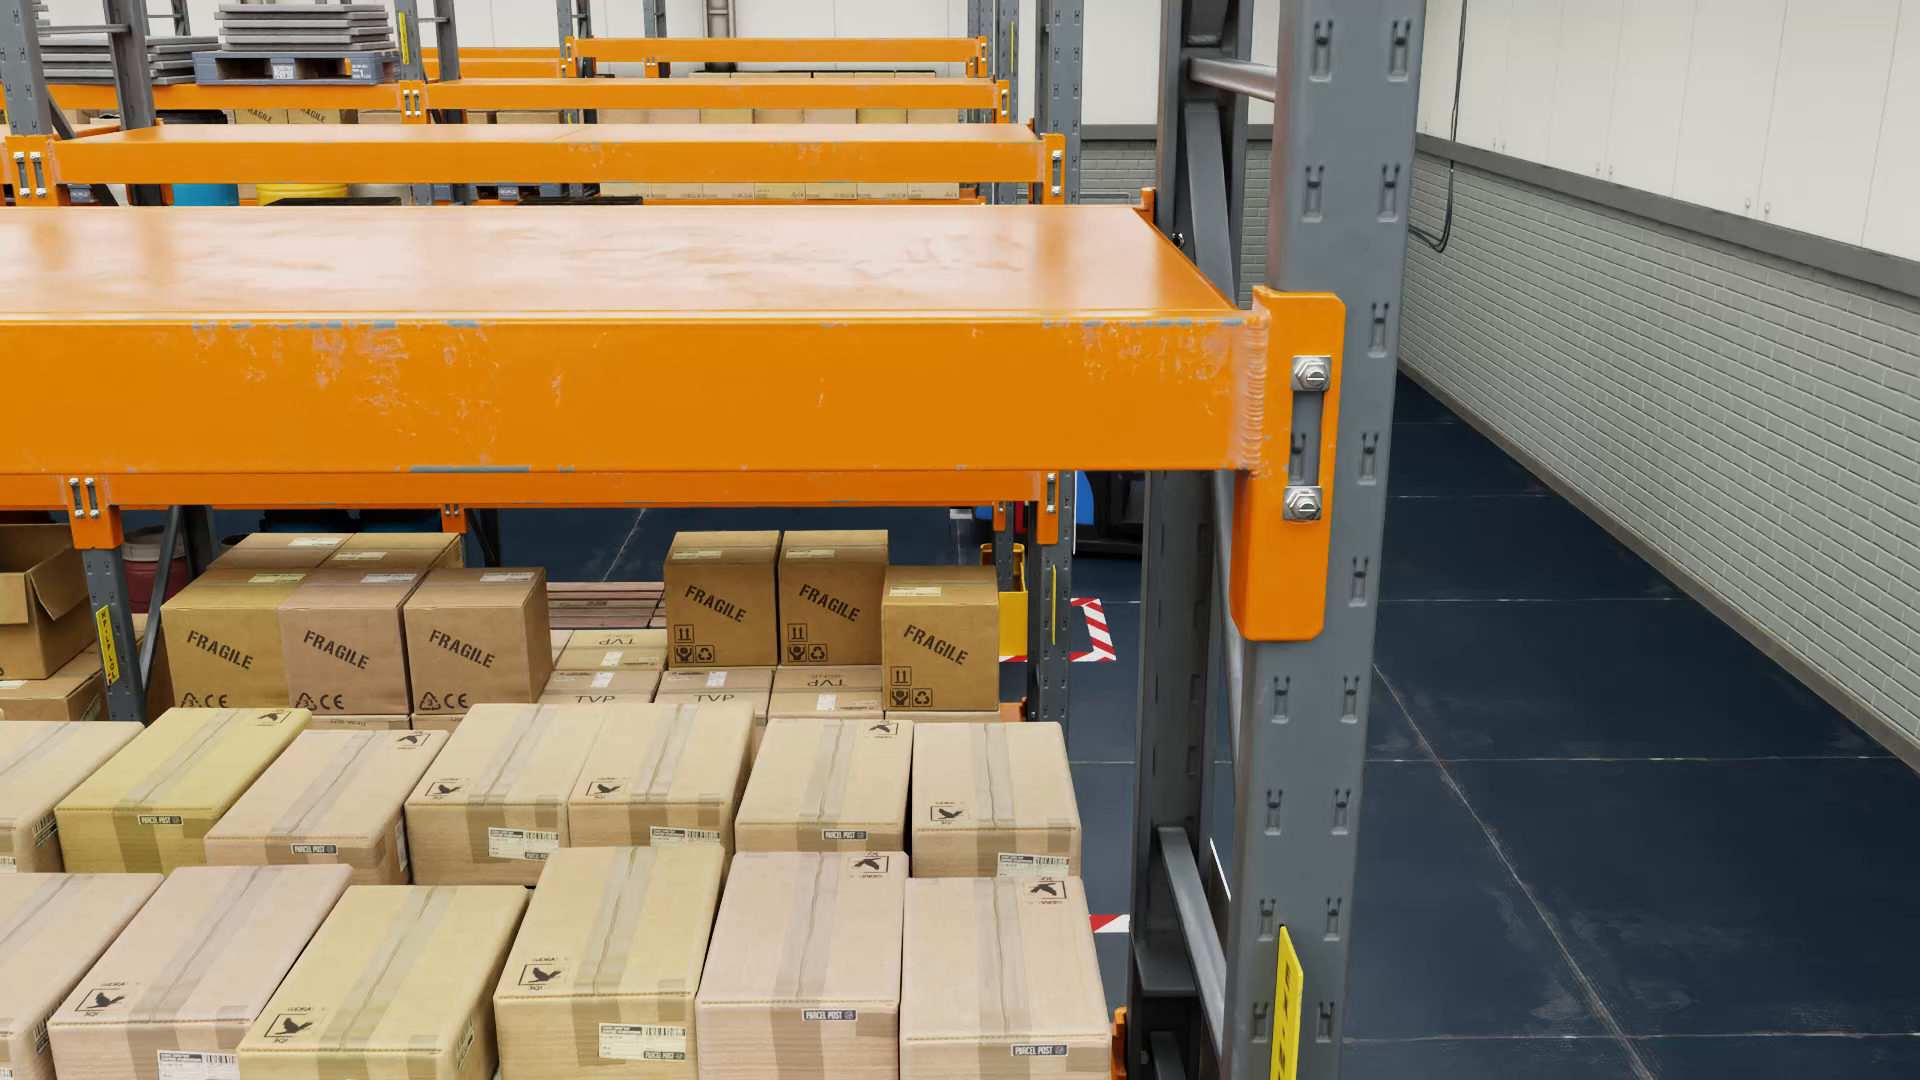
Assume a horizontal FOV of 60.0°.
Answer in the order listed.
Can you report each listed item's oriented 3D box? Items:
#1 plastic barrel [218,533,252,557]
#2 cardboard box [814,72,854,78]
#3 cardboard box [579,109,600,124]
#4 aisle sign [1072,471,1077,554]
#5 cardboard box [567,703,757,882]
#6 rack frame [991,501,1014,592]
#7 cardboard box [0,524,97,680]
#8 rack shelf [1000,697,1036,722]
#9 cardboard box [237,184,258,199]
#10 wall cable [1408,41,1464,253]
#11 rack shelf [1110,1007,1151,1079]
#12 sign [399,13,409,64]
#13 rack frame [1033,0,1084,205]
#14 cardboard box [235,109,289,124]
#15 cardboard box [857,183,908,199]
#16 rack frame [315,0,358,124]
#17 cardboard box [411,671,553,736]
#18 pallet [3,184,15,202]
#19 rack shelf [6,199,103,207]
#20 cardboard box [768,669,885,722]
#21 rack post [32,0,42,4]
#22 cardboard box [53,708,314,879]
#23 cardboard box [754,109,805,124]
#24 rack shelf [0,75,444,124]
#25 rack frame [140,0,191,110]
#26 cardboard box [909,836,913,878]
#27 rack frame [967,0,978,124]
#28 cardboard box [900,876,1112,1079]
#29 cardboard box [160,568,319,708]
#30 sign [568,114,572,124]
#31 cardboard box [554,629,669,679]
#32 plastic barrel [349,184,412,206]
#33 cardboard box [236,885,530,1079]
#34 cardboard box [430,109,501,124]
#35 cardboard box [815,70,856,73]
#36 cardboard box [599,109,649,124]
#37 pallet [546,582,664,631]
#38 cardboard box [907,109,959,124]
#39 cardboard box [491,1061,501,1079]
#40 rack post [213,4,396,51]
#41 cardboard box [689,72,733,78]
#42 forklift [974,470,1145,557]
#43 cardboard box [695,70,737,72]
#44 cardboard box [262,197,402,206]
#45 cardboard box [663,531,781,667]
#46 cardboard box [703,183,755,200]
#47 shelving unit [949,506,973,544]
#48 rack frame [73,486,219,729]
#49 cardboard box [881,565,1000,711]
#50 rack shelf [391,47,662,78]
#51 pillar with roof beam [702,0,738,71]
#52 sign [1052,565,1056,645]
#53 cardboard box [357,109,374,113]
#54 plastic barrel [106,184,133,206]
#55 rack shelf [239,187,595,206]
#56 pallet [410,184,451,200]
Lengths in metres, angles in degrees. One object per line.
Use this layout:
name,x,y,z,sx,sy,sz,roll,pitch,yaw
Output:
plastic barrel,-5.496,0.239,12.777,0.421,0.512,0.421,0,18,0
cardboard box,-1.584,-5.638,20.967,0.500,0.500,0.500,-1,18,-3
cardboard box,-4.716,-5.462,21.371,0.500,0.500,0.700,-1,18,-4
aisle sign,0.477,-0.375,7.050,0.004,0.787,0.394,0,18,-1
cardboard box,-0.478,0.409,2.726,0.250,0.149,0.380,0,18,-1
rack frame,0.322,-0.741,12.448,0.127,3.000,1.000,0,18,-1
cardboard box,-4.238,0.271,7.486,0.637,0.503,0.797,-1,18,-2
rack shelf,-1.600,1.124,7.812,4.000,0.370,1.077,0,18,-1
cardboard box,-6.806,-3.706,16.616,0.500,0.500,0.910,0,18,-1
wall cable,5.826,-5.063,21.183,0.112,2.526,3.097,0,18,-1
rack shelf,-1.622,1.211,2.630,4.000,0.370,1.077,0,18,-1
sign,-3.671,-3.311,10.979,0.005,0.325,0.100,0,18,-1
rack frame,0.400,-2.085,6.816,0.127,3.000,1.000,0,18,-1
cardboard box,-6.805,-4.170,16.425,0.500,0.500,0.500,0,18,-1
cardboard box,-0.762,-3.529,16.473,0.500,0.250,0.500,0,18,-1
rack frame,-7.833,-6.585,20.843,0.127,3.000,1.000,0,18,-1
cardboard box,-2.110,0.793,7.423,0.500,0.250,0.500,0,18,1
pallet,-9.547,-3.517,16.499,1.213,0.211,1.003,1,18,2
rack shelf,-9.751,-3.292,16.665,4.000,0.370,1.077,0,18,-1
cardboard box,-0.587,0.787,7.443,0.500,0.250,0.500,-1,18,-2
rack post,-6.900,-3.839,11.437,0.986,0.289,0.624,0,18,-1
cardboard box,-1.242,0.416,2.705,0.250,0.149,0.380,0,18,1
cardboard box,-1.767,-4.213,16.559,0.500,0.500,0.700,0,18,-1
rack shelf,-5.677,-3.036,11.612,4.000,0.370,1.077,0,18,-1
rack frame,-7.751,-5.072,16.127,0.127,3.000,1.000,0,18,-1
cardboard box,-0.076,0.615,2.737,0.500,0.250,0.500,0,18,0
rack frame,0.166,-6.624,20.964,0.127,3.000,1.000,0,18,-1
cardboard box,0.050,0.593,2.151,0.250,0.149,0.380,0,18,-1
cardboard box,-3.116,0.439,7.299,0.500,0.500,0.500,0,18,-1
sign,-3.740,-3.927,15.978,0.005,0.325,0.100,0,18,-1
cardboard box,-1.628,0.631,7.928,0.500,0.250,0.500,-1,18,-2
plastic barrel,-4.208,-2.489,12.075,0.433,0.535,0.433,0,18,0
cardboard box,-0.717,0.600,2.129,0.250,0.149,0.380,0,18,0
cardboard box,-4.925,-3.968,16.582,0.600,0.600,0.600,0,18,-1
cardboard box,-1.601,-5.796,21.461,0.500,0.500,0.500,0,18,-1
cardboard box,-3.266,-4.201,16.521,0.500,0.500,0.700,0,18,-1
pallet,-2.943,0.590,12.861,1.213,0.211,1.003,0,18,-1
cardboard box,-0.266,-4.199,16.514,0.500,0.500,0.700,0,18,-1
cardboard box,-0.590,0.775,2.238,0.500,0.250,0.500,-1,18,-2
rack post,-4.520,-3.548,11.500,0.954,0.300,0.937,-1,18,-2
cardboard box,-3.117,-5.627,20.934,0.500,0.500,0.500,0,18,-1
forklift,1.690,-1.369,14.516,3.031,2.935,1.130,3,18,9
cardboard box,-3.139,-5.784,21.423,0.500,0.500,0.500,0,18,-1
cardboard box,-2.659,-1.292,7.012,0.500,0.250,0.500,-1,18,-4
cardboard box,-1.102,0.271,7.824,0.500,0.500,0.500,-1,18,-2
cardboard box,-2.262,-3.522,16.450,0.500,0.250,0.500,0,18,-1
shelving unit,0.008,-0.429,14.910,0.210,0.900,0.258,0,18,-1
rack frame,-3.599,0.791,7.672,0.127,3.000,1.000,0,18,-1
cardboard box,-0.083,0.427,7.337,0.500,0.500,0.500,0,18,0
rack shelf,-5.834,-6.062,21.044,4.000,0.370,1.077,0,18,-1
pillar with roof beam,-3.080,-5.557,17.639,0.400,9.000,9.100,0,18,-1
sign,0.395,0.273,7.002,0.005,0.325,0.100,0,18,-1
cardboard box,-7.359,-5.434,21.281,0.500,0.500,0.700,-2,18,-5
plastic barrel,-5.907,-2.450,11.954,0.433,0.535,0.433,0,18,0
rack shelf,-5.752,-3.311,16.725,4.000,0.370,1.077,0,18,-1
pallet,-5.442,-3.586,16.713,1.003,0.211,1.213,0,18,-1
